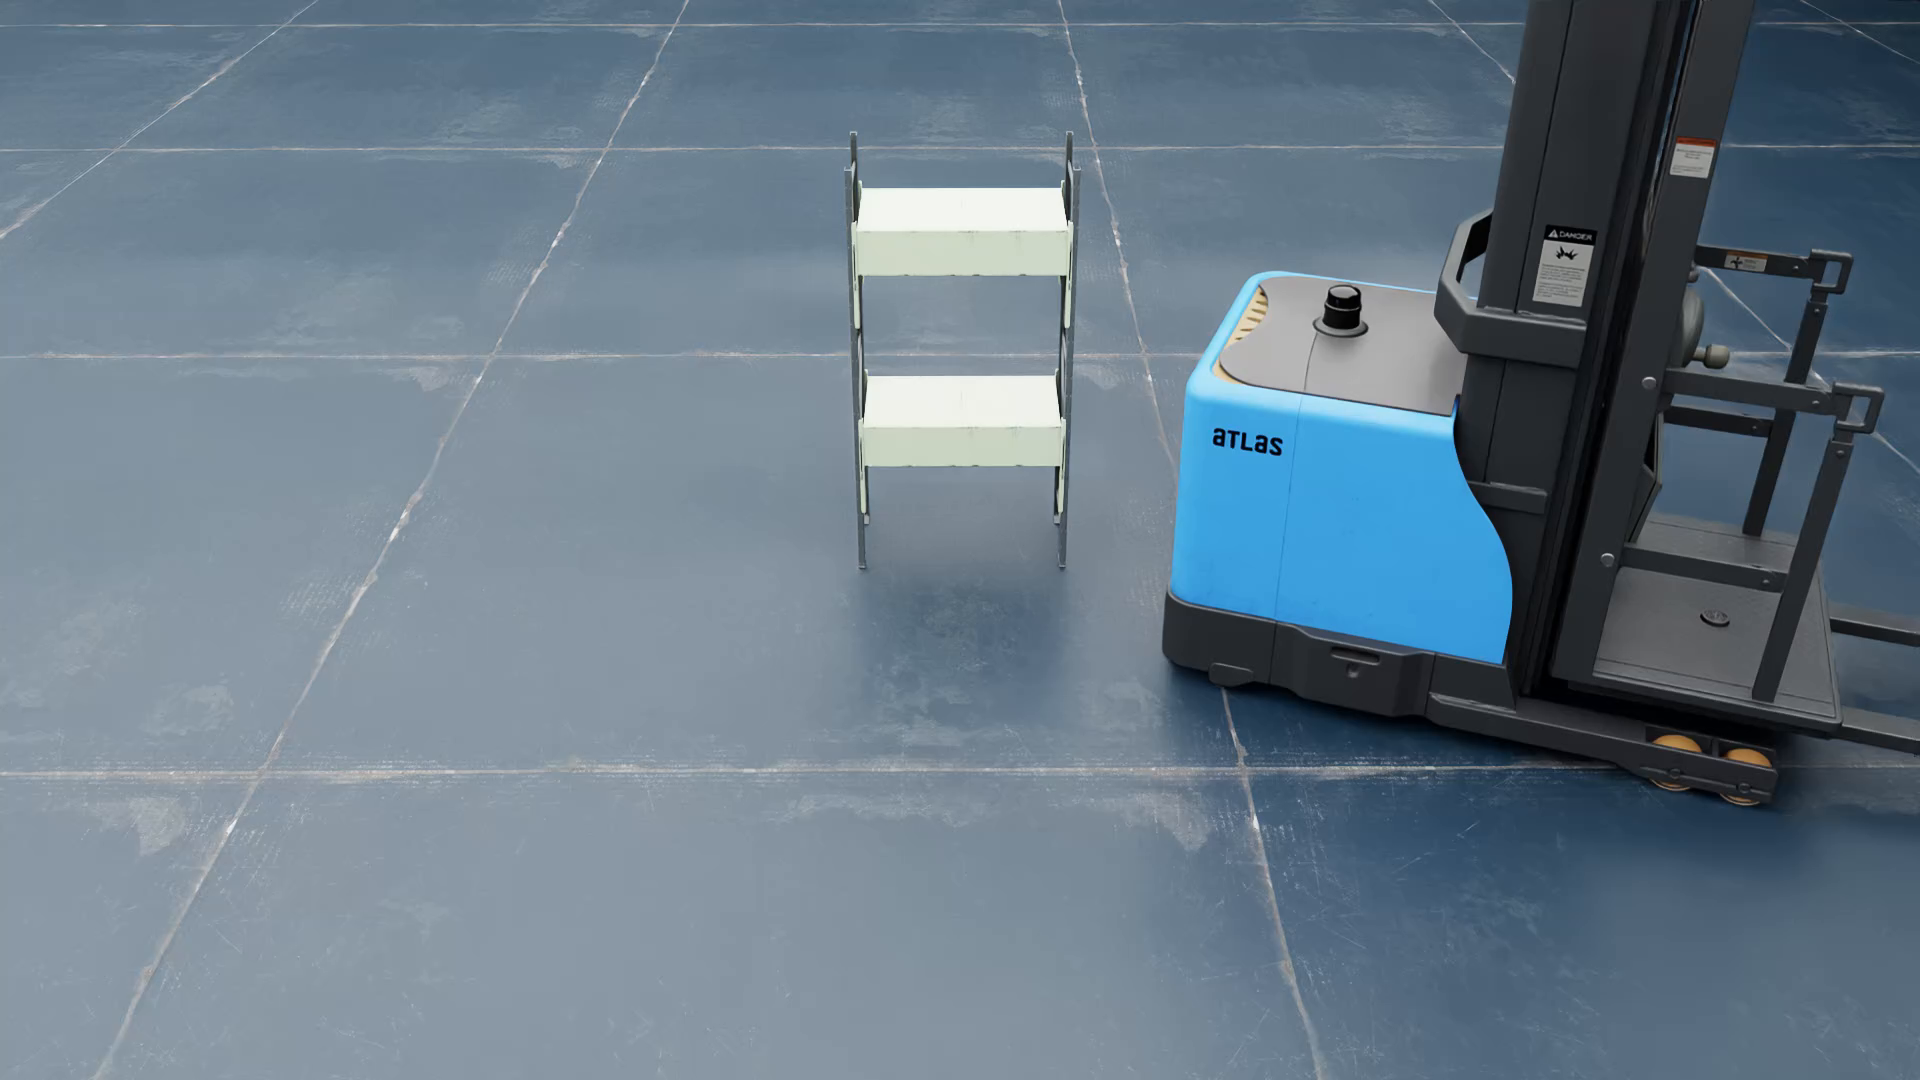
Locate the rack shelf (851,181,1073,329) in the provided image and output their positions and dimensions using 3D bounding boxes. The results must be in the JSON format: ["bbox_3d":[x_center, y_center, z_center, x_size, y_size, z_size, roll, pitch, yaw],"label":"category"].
[{"bbox_3d":[0.007,-0.975,5.659,0.720,0.370,0.431,0,31,0],"label":"rack shelf"}]

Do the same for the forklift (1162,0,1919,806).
[{"bbox_3d":[2.241,-0.776,4.703,3.031,2.935,1.130,11,33,17],"label":"forklift"}]

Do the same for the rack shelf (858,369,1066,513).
[{"bbox_3d":[0.007,-0.363,6.030,0.720,0.370,0.431,0,31,0],"label":"rack shelf"}]

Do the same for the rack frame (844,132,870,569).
[{"bbox_3d":[-0.359,-0.640,5.859,0.023,1.500,0.400,0,31,0],"label":"rack frame"}]

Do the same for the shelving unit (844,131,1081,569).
[{"bbox_3d":[0.007,-0.641,5.861,0.755,1.500,0.431,0,31,0],"label":"shelving unit"}]

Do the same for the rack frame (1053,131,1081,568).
[{"bbox_3d":[0.373,-0.642,5.863,0.023,1.500,0.400,0,31,0],"label":"rack frame"}]
